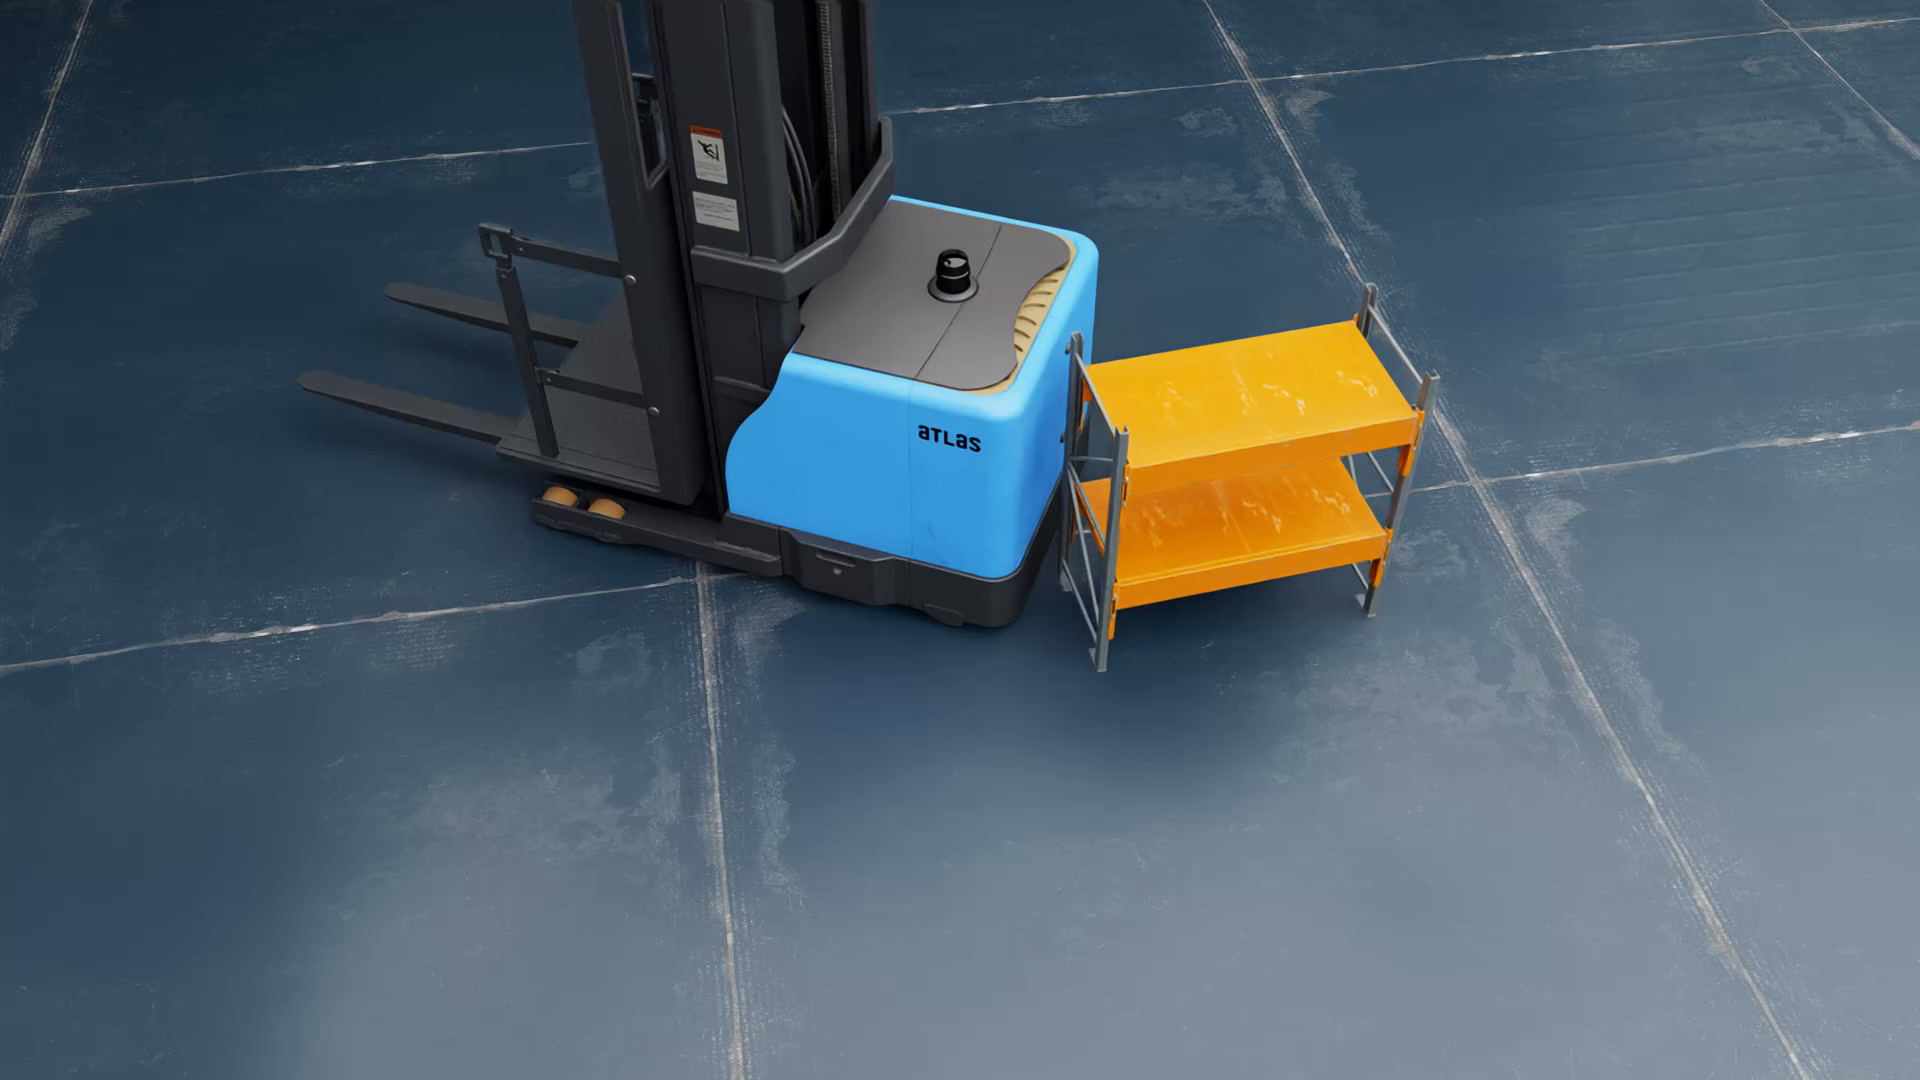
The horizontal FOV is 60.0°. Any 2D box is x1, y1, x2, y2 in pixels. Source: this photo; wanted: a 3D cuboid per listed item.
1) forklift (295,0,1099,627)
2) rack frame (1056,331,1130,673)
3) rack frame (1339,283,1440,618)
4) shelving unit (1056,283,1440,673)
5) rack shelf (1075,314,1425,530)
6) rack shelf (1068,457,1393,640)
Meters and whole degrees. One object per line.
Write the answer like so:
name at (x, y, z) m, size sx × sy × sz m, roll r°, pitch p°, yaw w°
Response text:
forklift at (-1.077, -1.353, 5.518) m, size 3.031 × 2.935 × 1.130 m, roll 14°, pitch 48°, yaw 13°
rack frame at (0.433, -0.103, 5.568) m, size 0.032 × 1.125 × 0.500 m, roll -11°, pitch 47°, yaw -10°
rack frame at (1.417, -0.286, 5.745) m, size 0.032 × 1.125 × 0.500 m, roll -11°, pitch 47°, yaw -10°
shelving unit at (0.925, -0.195, 5.656) m, size 1.048 × 1.125 × 0.538 m, roll -11°, pitch 47°, yaw -10°
rack shelf at (0.925, -0.398, 5.446) m, size 1.000 × 0.278 × 0.538 m, roll -11°, pitch 47°, yaw -10°
rack shelf at (0.925, -0.025, 5.832) m, size 1.000 × 0.278 × 0.538 m, roll -11°, pitch 47°, yaw -10°
